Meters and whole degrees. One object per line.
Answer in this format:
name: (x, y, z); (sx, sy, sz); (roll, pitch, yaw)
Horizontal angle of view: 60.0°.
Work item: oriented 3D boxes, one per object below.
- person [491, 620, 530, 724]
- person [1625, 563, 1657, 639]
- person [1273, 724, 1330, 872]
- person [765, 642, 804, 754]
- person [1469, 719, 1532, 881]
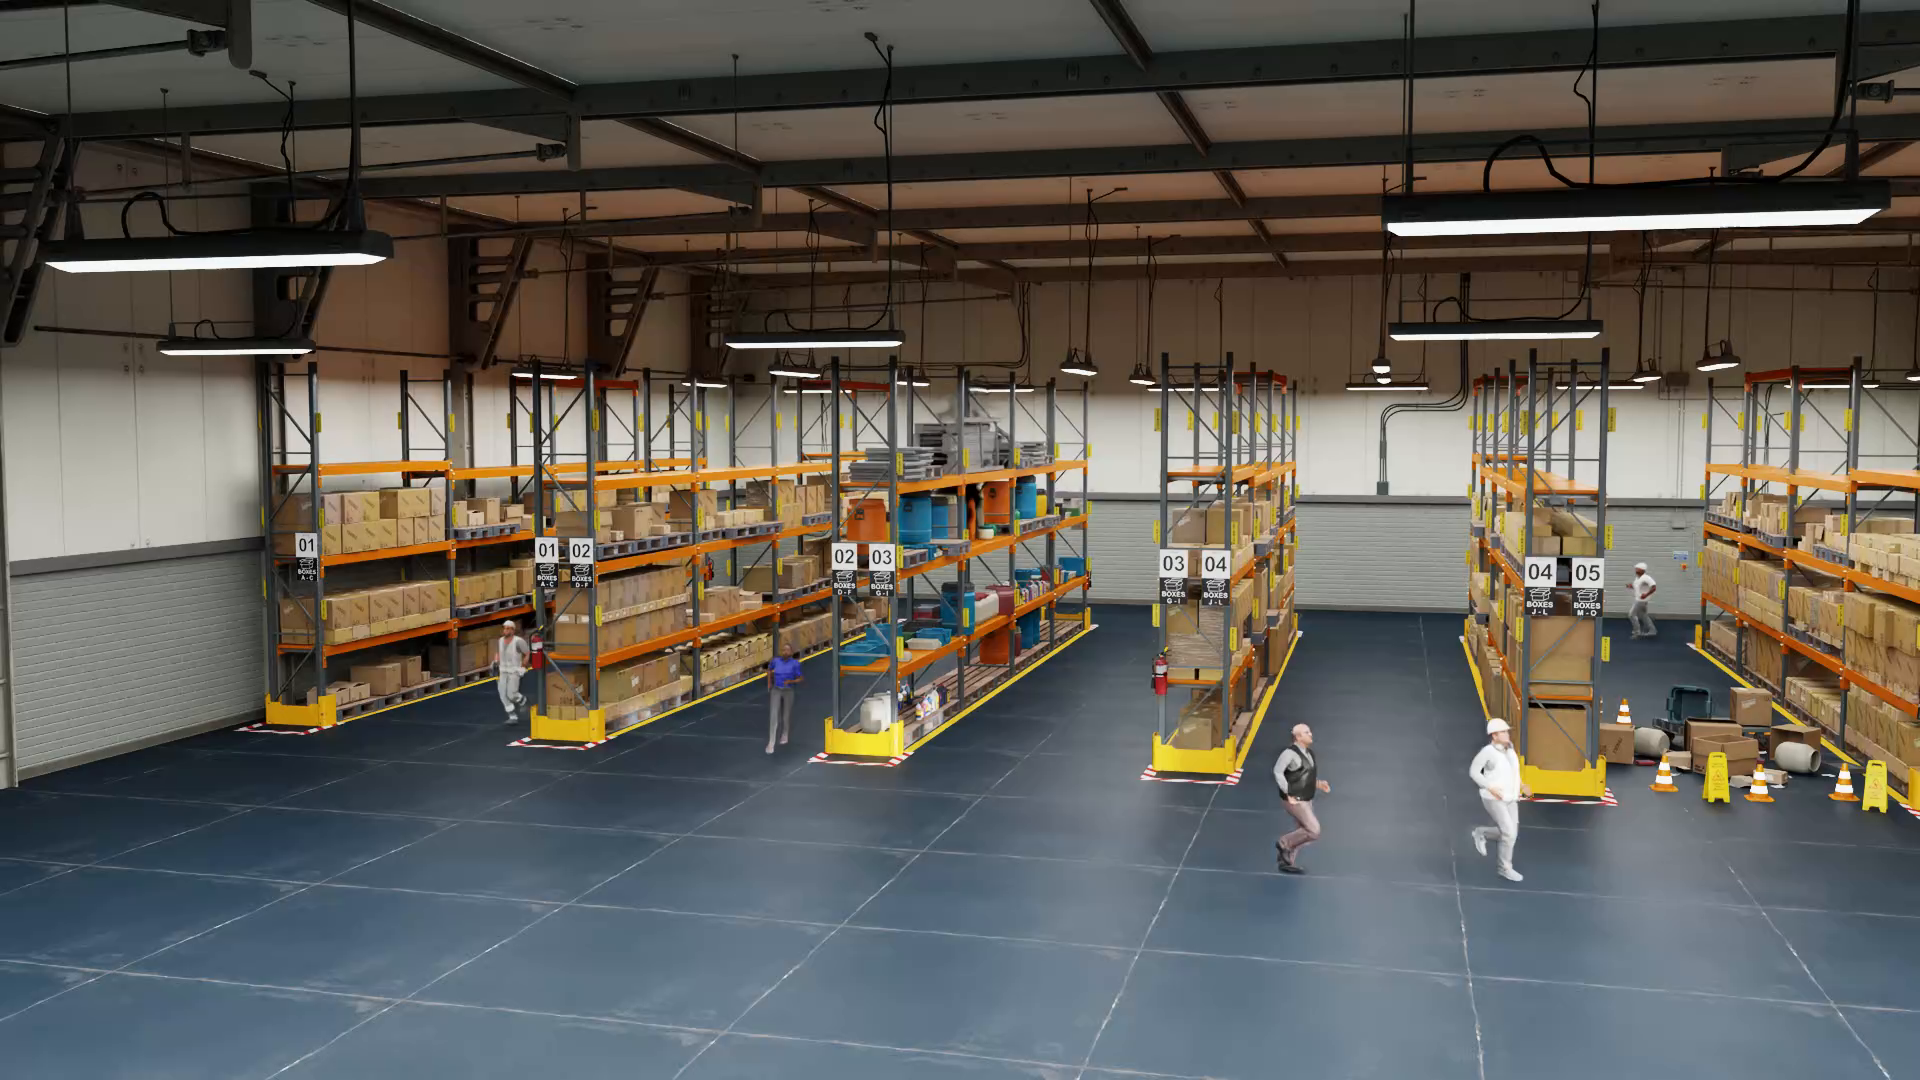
person: (-7.458, 2.198, 27.600); (0.660, 1.746, 0.618); (1, 4, 19)
person: (15.766, 1.434, 38.453); (0.732, 1.823, 0.695); (1, 4, 15)
person: (3.802, 2.872, 18.468); (0.591, 1.663, 0.603); (3, 5, 35)
person: (-2.683, 2.405, 25.501); (0.585, 1.700, 0.775); (0, 4, -1)
person: (5.946, 2.849, 18.451); (0.661, 1.749, 0.728); (-3, 5, -35)
